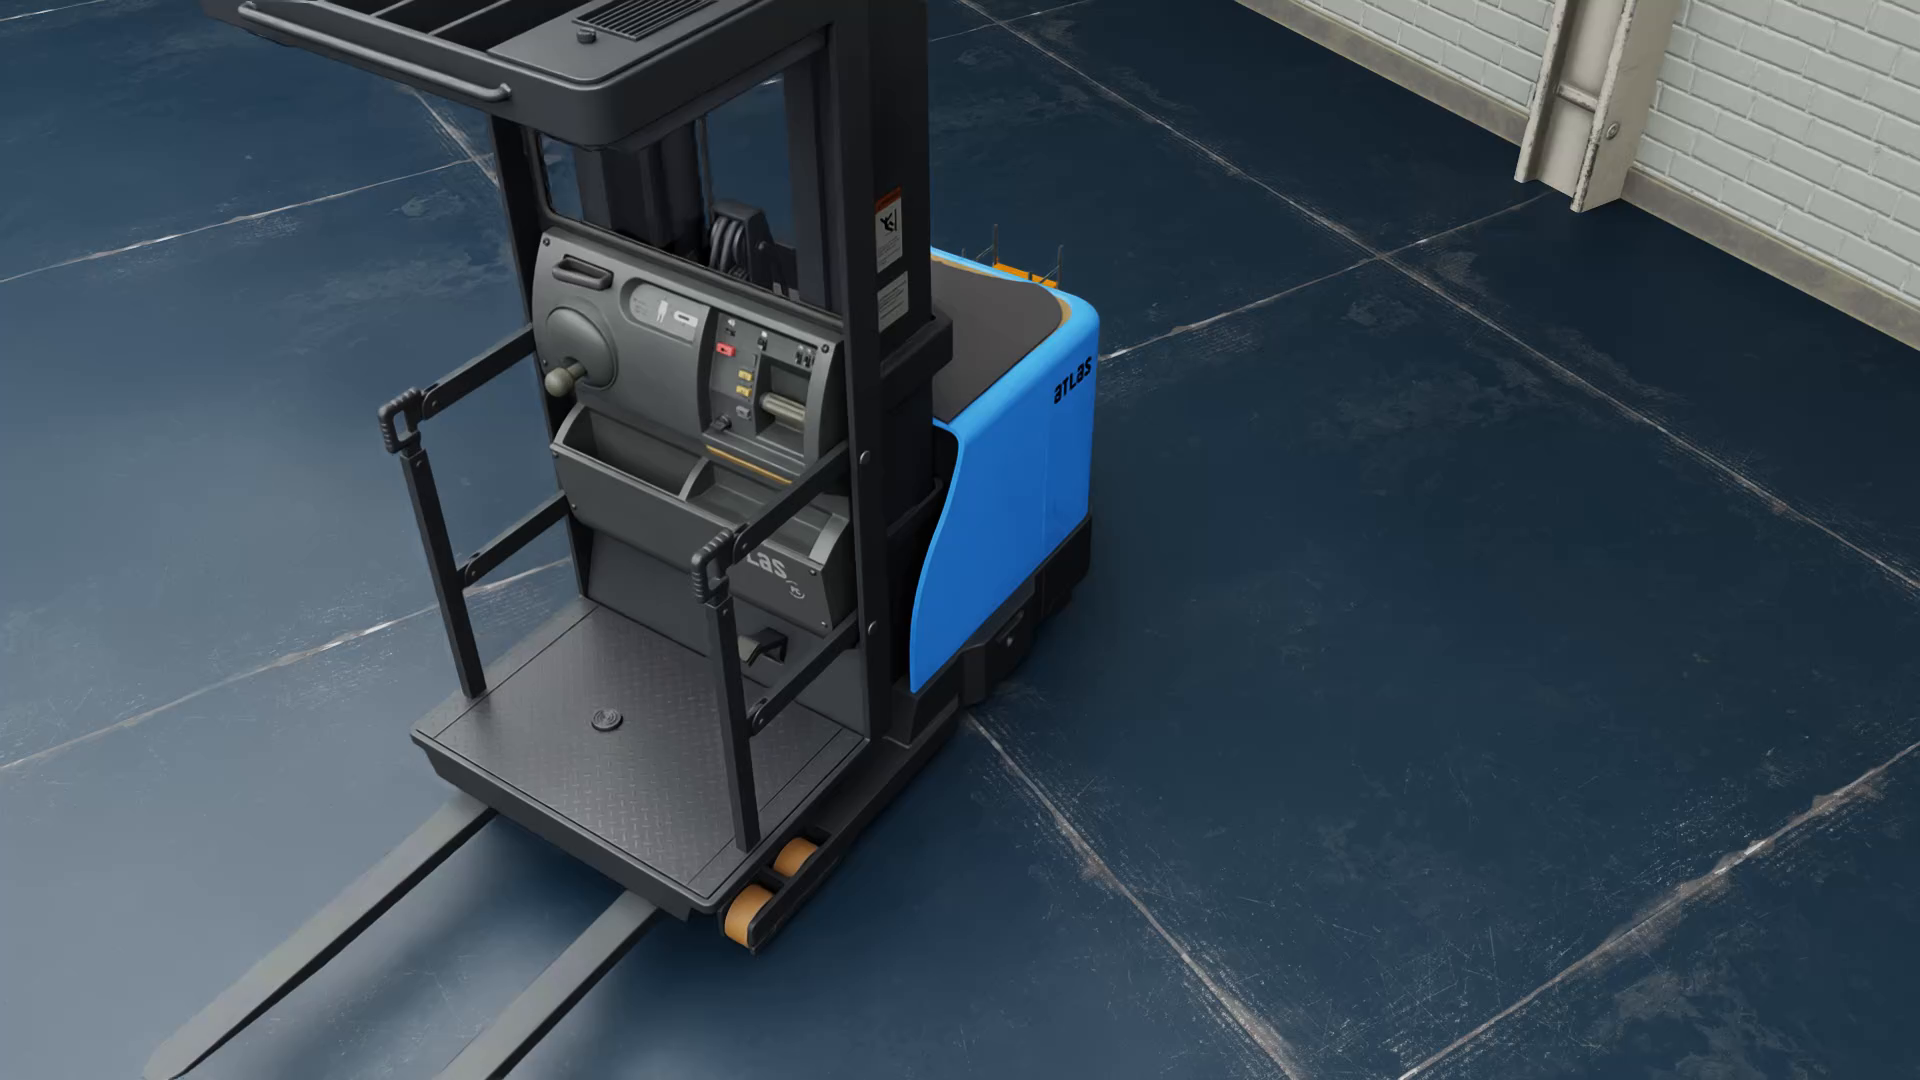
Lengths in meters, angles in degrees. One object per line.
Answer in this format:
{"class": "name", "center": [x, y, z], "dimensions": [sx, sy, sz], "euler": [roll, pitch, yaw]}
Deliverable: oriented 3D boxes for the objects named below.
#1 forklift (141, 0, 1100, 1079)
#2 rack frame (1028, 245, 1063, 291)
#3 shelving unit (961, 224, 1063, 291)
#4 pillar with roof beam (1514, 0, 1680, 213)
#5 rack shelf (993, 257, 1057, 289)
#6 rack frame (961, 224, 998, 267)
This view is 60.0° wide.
{"class": "forklift", "center": [-0.805, -0.388, 3.927], "dimensions": [1.130, 2.935, 3.031], "euler": [23, 45, 25]}
{"class": "rack frame", "center": [0.266, -0.469, 5.493], "dimensions": [0.008, 1.050, 0.200], "euler": [23, 45, 25]}
{"class": "shelving unit", "center": [0.164, -0.513, 5.545], "dimensions": [0.252, 1.050, 0.215], "euler": [23, 45, 25]}
{"class": "pillar with roof beam", "center": [-0.806, -3.614, 3.057], "dimensions": [9.100, 9.000, 0.400], "euler": [-22, 45, -24]}
{"class": "rack shelf", "center": [0.164, -0.723, 5.370], "dimensions": [0.240, 0.259, 0.215], "euler": [23, 45, 25]}
{"class": "rack frame", "center": [0.063, -0.556, 5.597], "dimensions": [0.008, 1.050, 0.200], "euler": [23, 45, 25]}
